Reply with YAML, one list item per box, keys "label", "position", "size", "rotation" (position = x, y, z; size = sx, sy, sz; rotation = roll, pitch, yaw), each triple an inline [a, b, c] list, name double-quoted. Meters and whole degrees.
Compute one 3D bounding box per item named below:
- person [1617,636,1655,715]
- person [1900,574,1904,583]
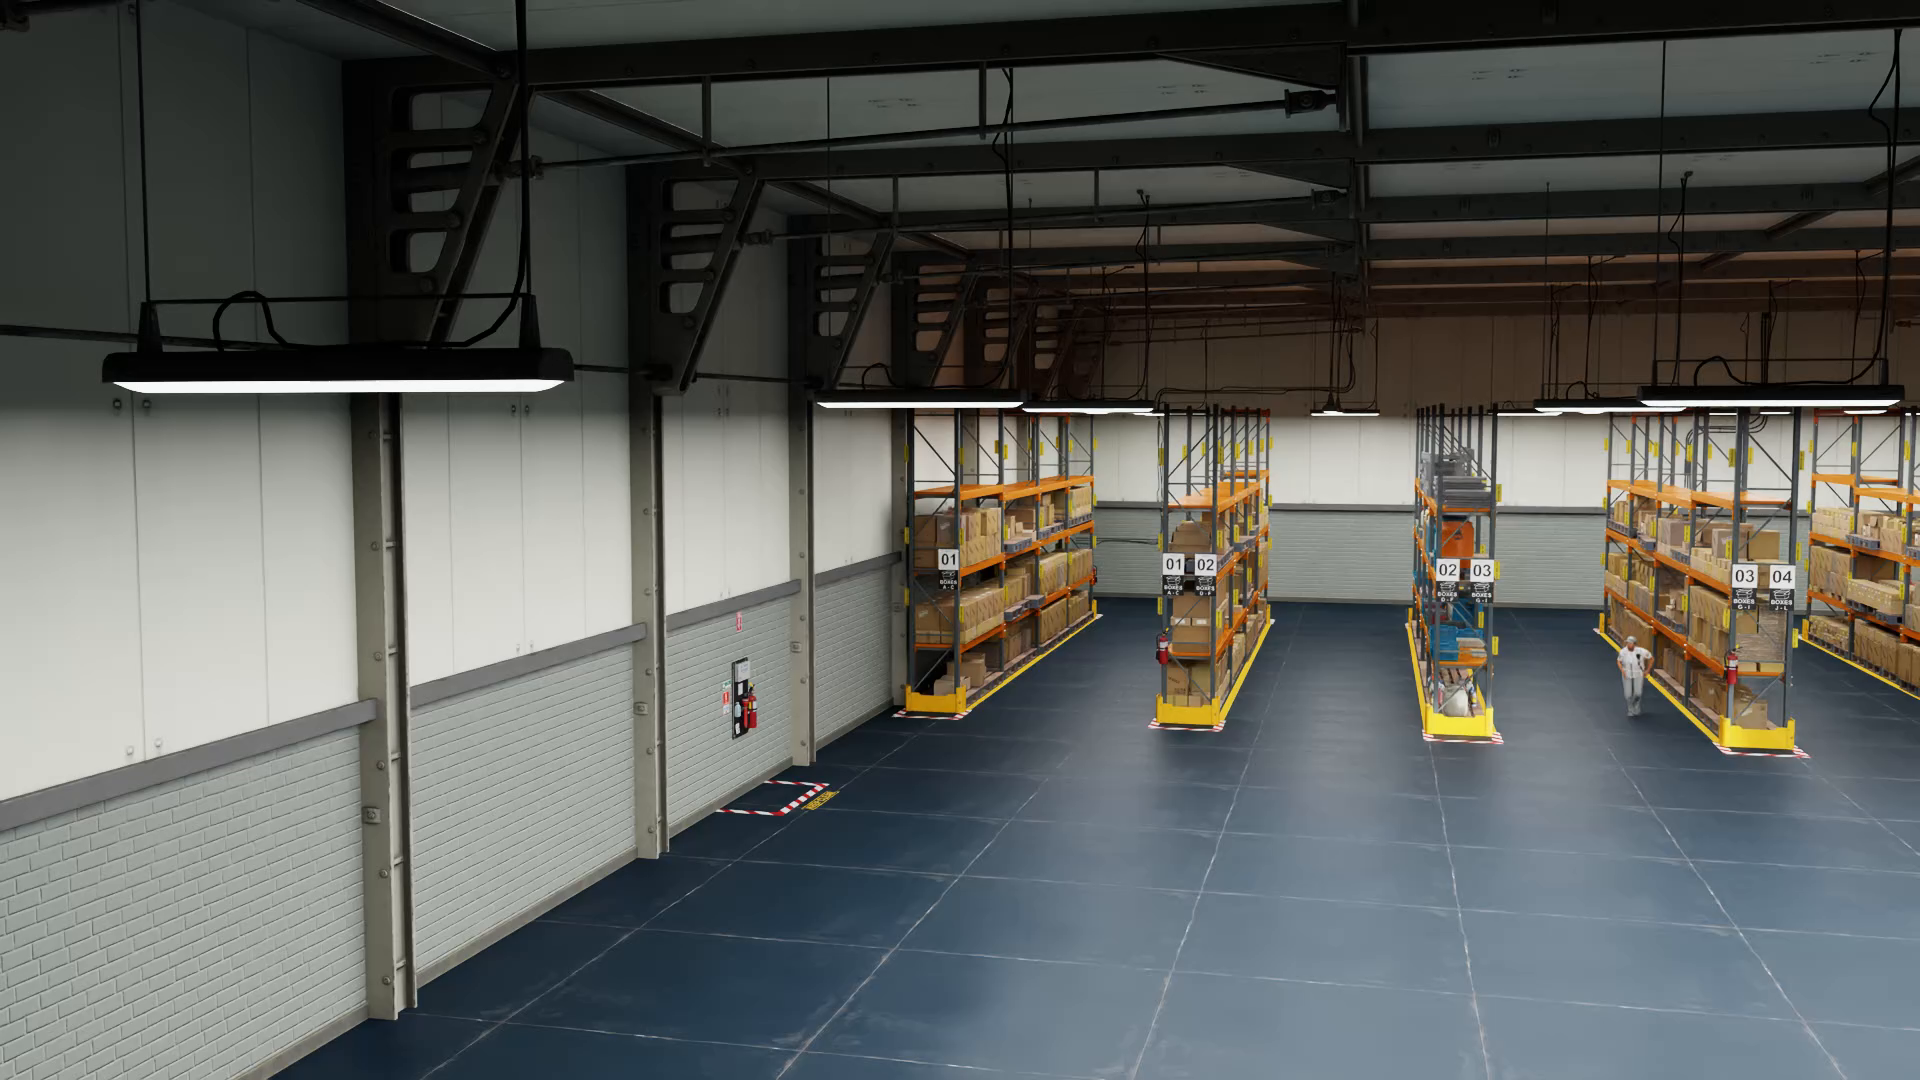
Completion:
- label: "person"
  position: [12.973, 2.610, 31.934]
  size: [0.666, 1.578, 0.730]
  rotation: [2, 5, 25]
- label: "person"
  position: [24.766, 1.689, 43.738]
  size: [1.019, 1.680, 0.518]
  rotation: [1, 4, 13]
